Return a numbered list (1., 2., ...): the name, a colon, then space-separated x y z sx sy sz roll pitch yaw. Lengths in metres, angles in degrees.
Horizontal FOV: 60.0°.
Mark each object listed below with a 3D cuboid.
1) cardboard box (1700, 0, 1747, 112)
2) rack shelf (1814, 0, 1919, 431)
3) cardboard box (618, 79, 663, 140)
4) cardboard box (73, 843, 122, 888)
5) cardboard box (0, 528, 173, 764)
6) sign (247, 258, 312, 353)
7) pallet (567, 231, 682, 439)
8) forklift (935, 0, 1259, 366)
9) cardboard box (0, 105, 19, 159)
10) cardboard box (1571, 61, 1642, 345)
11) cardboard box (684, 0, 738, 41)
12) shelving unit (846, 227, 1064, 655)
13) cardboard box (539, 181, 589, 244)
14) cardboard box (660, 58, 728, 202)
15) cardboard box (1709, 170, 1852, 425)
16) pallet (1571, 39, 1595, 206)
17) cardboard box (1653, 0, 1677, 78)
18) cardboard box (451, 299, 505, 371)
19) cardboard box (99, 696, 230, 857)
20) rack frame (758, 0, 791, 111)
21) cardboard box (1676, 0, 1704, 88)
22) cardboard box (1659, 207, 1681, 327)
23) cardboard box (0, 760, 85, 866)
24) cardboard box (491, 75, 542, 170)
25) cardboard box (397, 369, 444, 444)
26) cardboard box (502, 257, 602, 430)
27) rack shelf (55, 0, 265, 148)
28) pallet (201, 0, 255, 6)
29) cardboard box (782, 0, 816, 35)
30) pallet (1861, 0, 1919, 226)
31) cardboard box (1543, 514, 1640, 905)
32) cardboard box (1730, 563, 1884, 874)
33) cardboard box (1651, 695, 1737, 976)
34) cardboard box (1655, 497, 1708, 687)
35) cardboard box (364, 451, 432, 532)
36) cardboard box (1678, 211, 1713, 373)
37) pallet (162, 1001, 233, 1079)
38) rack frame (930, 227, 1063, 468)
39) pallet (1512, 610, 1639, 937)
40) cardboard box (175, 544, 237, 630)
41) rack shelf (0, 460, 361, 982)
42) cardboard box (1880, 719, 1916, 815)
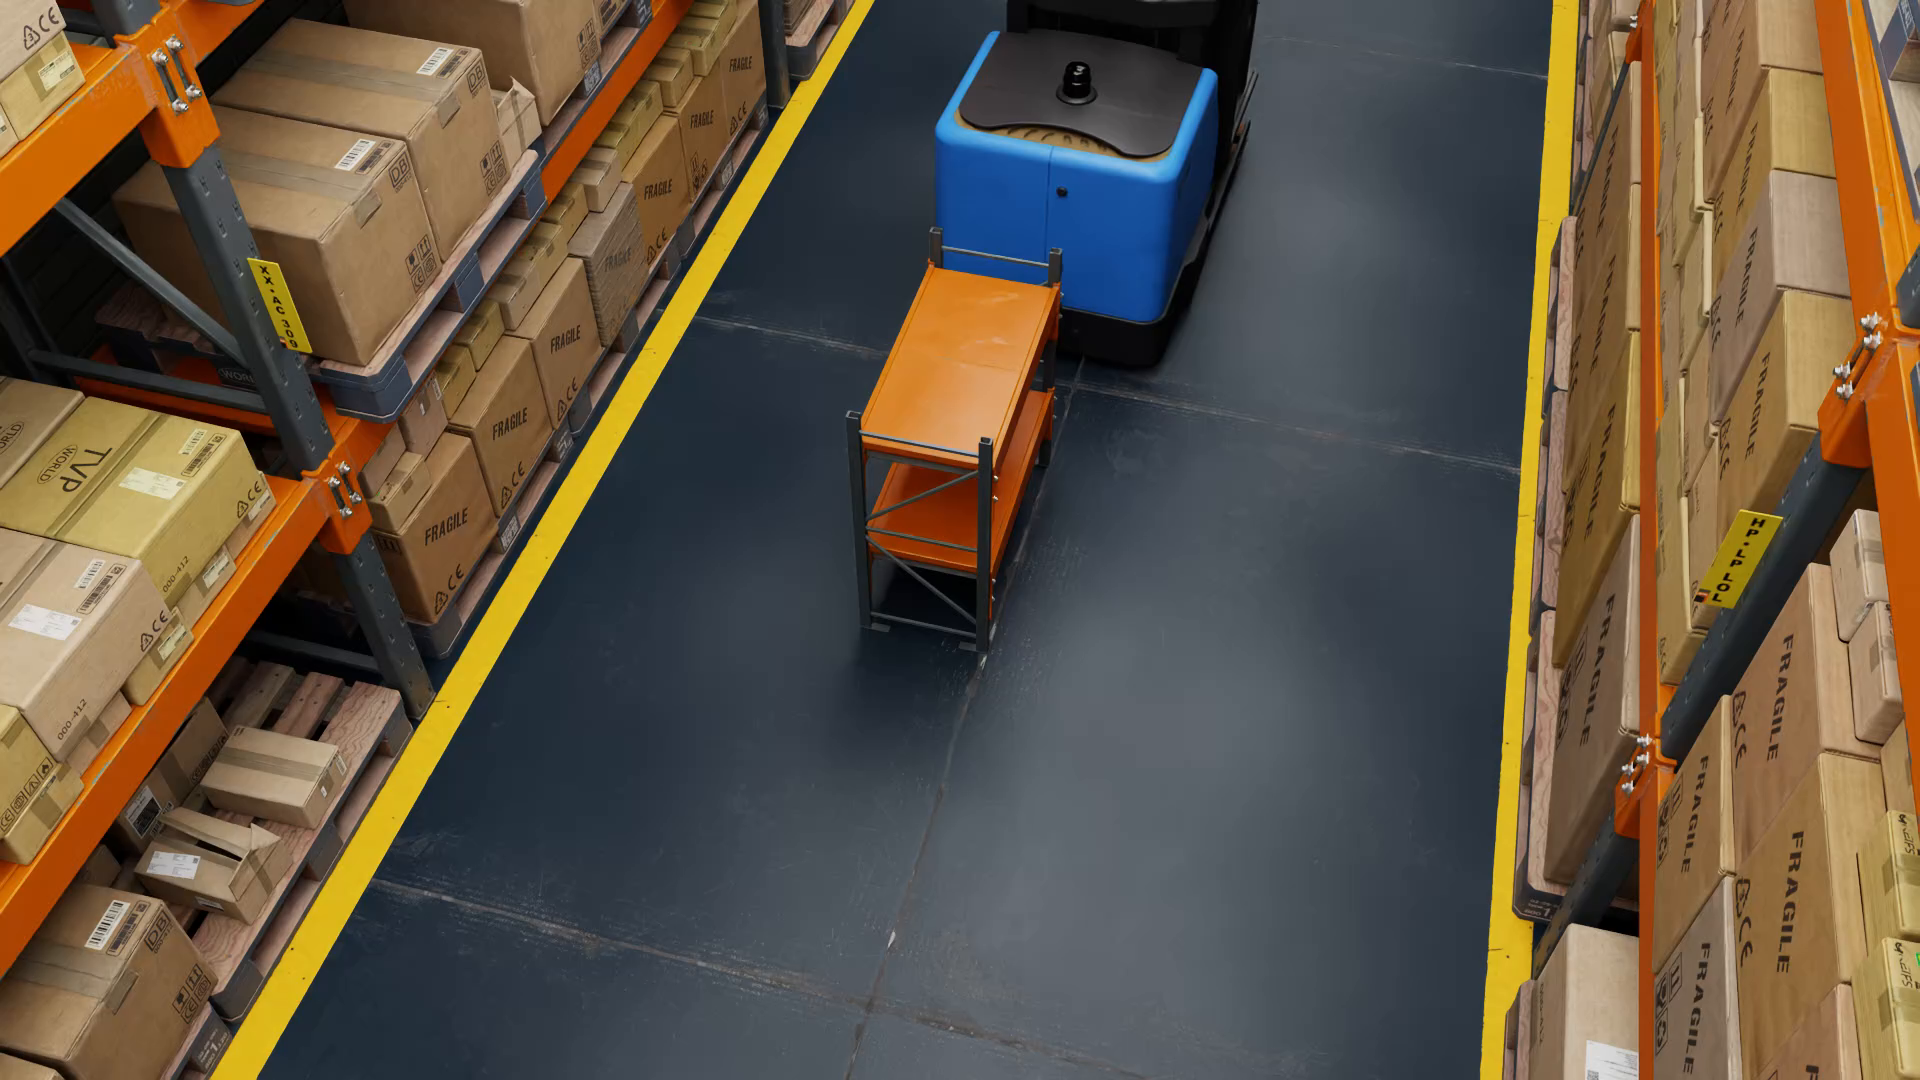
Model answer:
1. cardboard box: 2.768 -1.711 5.444 0.500 0.500 0.500 13 50 11
2. rack shelf: 2.880 -1.695 4.643 1.077 0.370 4.000 12 50 10
3. cardboard box: -1.536 -1.916 7.314 0.380 0.149 0.250 13 50 11
4. cardboard box: -2.952 1.079 5.338 0.380 0.149 0.250 11 49 10
5. cardboard box: -2.453 0.262 4.338 0.500 0.250 0.500 12 50 10
6. sign: -1.911 -0.656 4.669 0.100 0.325 0.005 12 50 10
7. pallet: -1.940 -1.029 7.436 1.003 0.211 1.213 12 50 10
8. forklift: 0.823 -2.860 7.238 1.130 2.935 3.031 14 50 12
9. cardboard box: -2.314 -0.885 3.616 0.380 0.149 0.250 11 50 10
10. cardboard box: 3.144 -1.340 6.988 0.875 0.875 0.875 11 50 10
11. cardboard box: -1.269 -2.483 7.814 0.380 0.149 0.250 9 49 8
12. shelving unit: -0.002 -0.367 6.243 0.538 1.125 1.048 12 50 10
13. cardboard box: -1.759 -1.362 6.825 0.380 0.149 0.250 12 50 10
14. cardboard box: -1.429 -1.967 7.792 0.500 0.500 0.500 11 49 9
15. cardboard box: 2.358 -0.606 4.470 0.500 0.500 0.500 12 50 11
16. pallet: 3.613 -2.029 8.319 1.003 0.211 1.213 12 50 10
17. cardboard box: 3.034 -2.033 6.563 0.500 0.250 0.500 11 49 9
18. cardboard box: -1.971 -0.808 6.336 0.380 0.149 0.250 11 49 9
19. cardboard box: -2.838 0.711 5.554 0.500 0.311 0.500 13 50 11
20. rack frame: -1.384 -3.364 7.637 1.000 3.000 0.127 12 50 10
21. cardboard box: 2.897 -1.811 6.034 0.500 0.250 0.500 13 50 11
22. cardboard box: 2.646 -0.922 5.582 0.500 0.250 0.500 12 50 10
23. cardboard box: -2.505 0.653 4.259 0.380 0.149 0.250 11 49 9
24. cardboard box: -1.701 -1.494 5.797 0.396 0.266 0.258 14 50 12
25. cardboard box: -2.063 -0.500 5.865 0.380 0.149 0.250 9 49 8
26. cardboard box: -1.826 -0.835 6.792 0.500 0.500 0.500 10 49 9
27. rack shelf: -1.910 -2.672 5.505 1.077 0.370 4.000 12 50 10
28. pallet: -2.197 -1.859 4.433 1.213 0.211 1.003 12 50 10
29. cardboard box: -1.206 -3.166 8.766 0.875 0.625 0.625 13 50 11
30. pallet: 2.547 -1.096 3.762 0.805 0.209 1.217 10 49 9
31. cardboard box: 2.439 0.606 5.270 0.875 0.875 0.875 13 50 11
32. cardboard box: 1.994 0.439 3.547 0.500 0.500 0.500 12 50 10
33. cardboard box: 1.977 0.761 3.930 0.500 0.500 0.500 13 50 11
34. cardboard box: 2.228 0.182 4.608 0.500 0.250 0.500 10 49 9
35. cardboard box: -2.085 -0.204 5.803 0.380 0.149 0.250 14 50 12
36. cardboard box: 2.490 -0.715 5.066 0.500 0.250 0.500 13 50 11
37. pallet: -2.937 1.834 4.910 1.003 0.211 1.213 12 50 10
38. rack frame: 0.132 -0.735 6.567 0.500 1.125 0.032 12 50 10
39. pallet: 2.484 0.856 5.773 1.003 0.211 1.213 12 50 10
40. cardboard box: -2.324 0.086 4.760 0.380 0.149 0.250 13 50 11
41. rack shelf: -2.963 1.214 4.077 1.077 0.370 4.000 12 50 10
42. cardboard box: 1.941 0.487 3.073 0.380 0.149 0.250 11 49 10
